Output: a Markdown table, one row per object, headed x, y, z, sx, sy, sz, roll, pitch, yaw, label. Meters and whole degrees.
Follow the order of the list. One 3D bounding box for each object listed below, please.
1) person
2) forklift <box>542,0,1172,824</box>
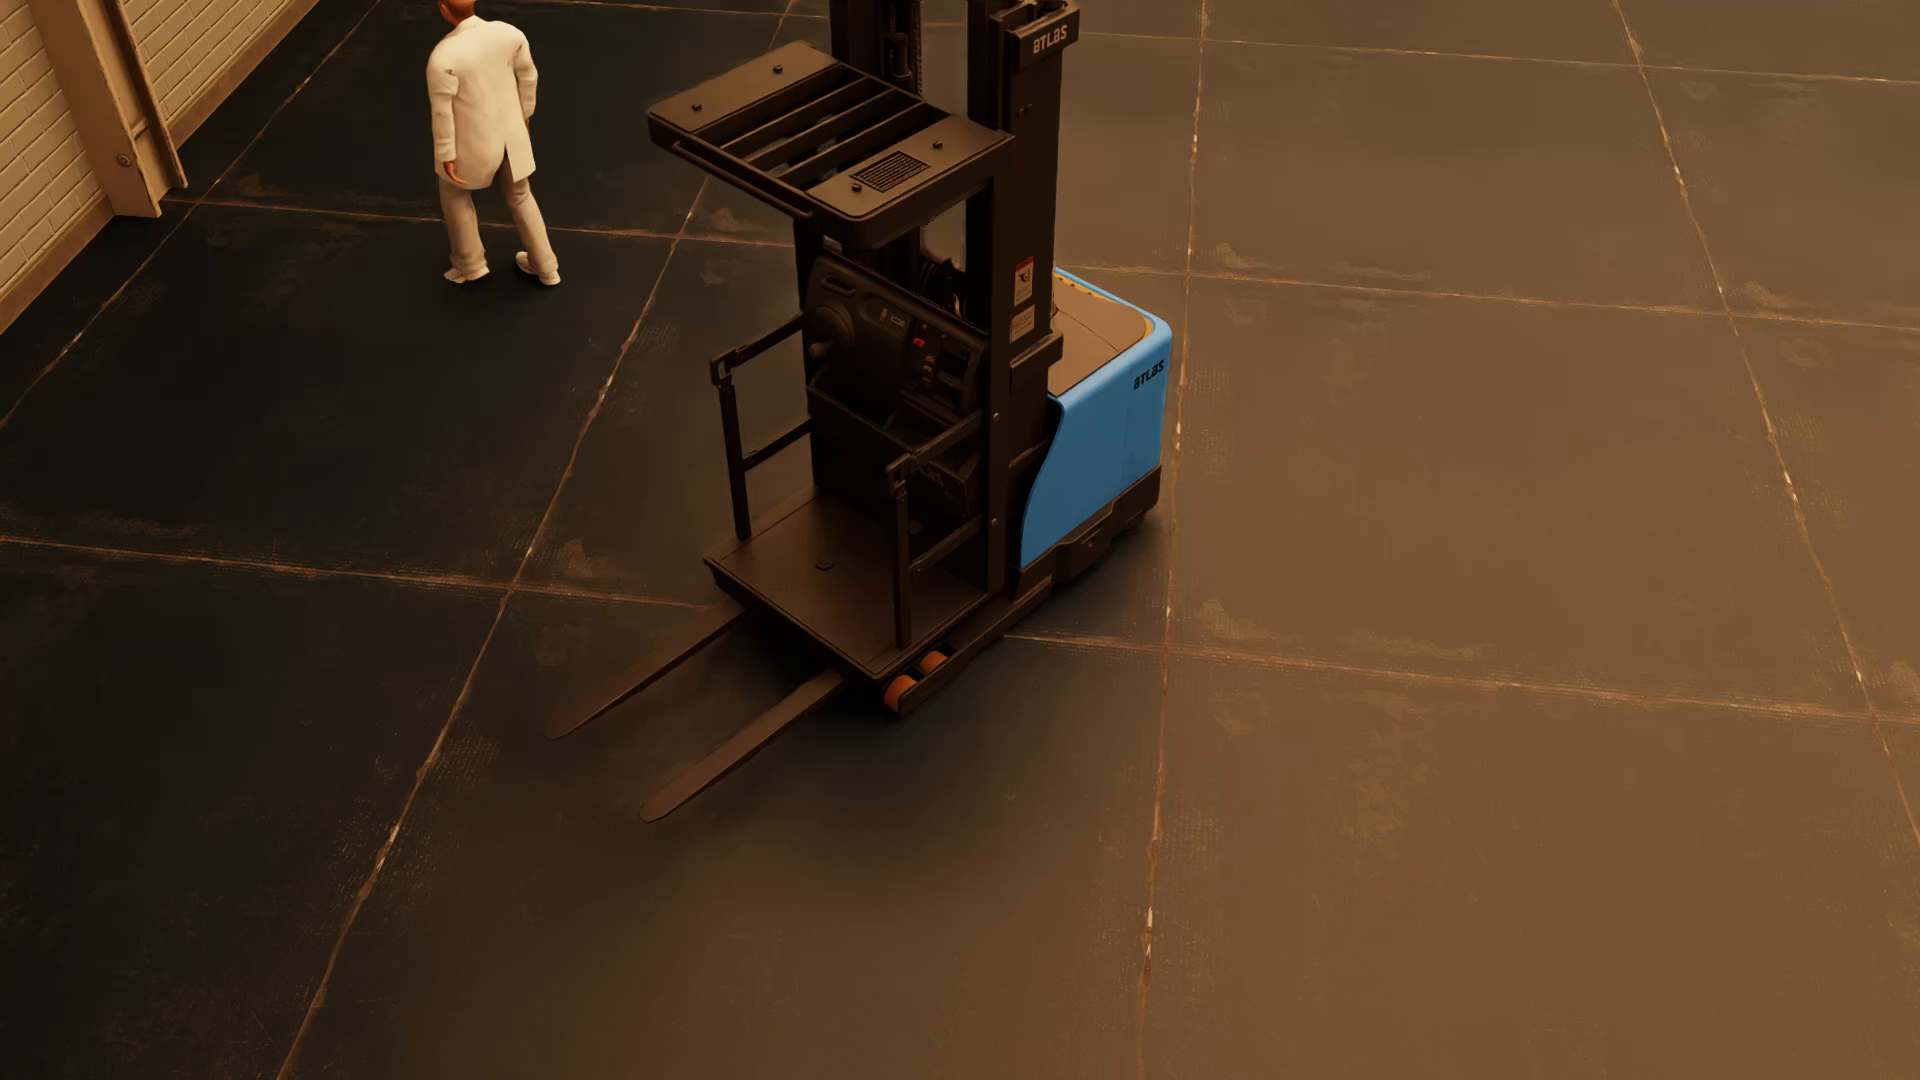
| x | y | z | sx | sy | sz | roll | pitch | yaw | label |
| --- | --- | --- | --- | --- | --- | --- | --- | --- | --- |
| -2.580 | -2.169 | 9.002 | 0.618 | 1.824 | 0.691 | 33 | 52 | 31 | person |
| -0.416 | -0.732 | 6.521 | 1.130 | 2.935 | 3.031 | 32 | 51 | 30 | forklift |
